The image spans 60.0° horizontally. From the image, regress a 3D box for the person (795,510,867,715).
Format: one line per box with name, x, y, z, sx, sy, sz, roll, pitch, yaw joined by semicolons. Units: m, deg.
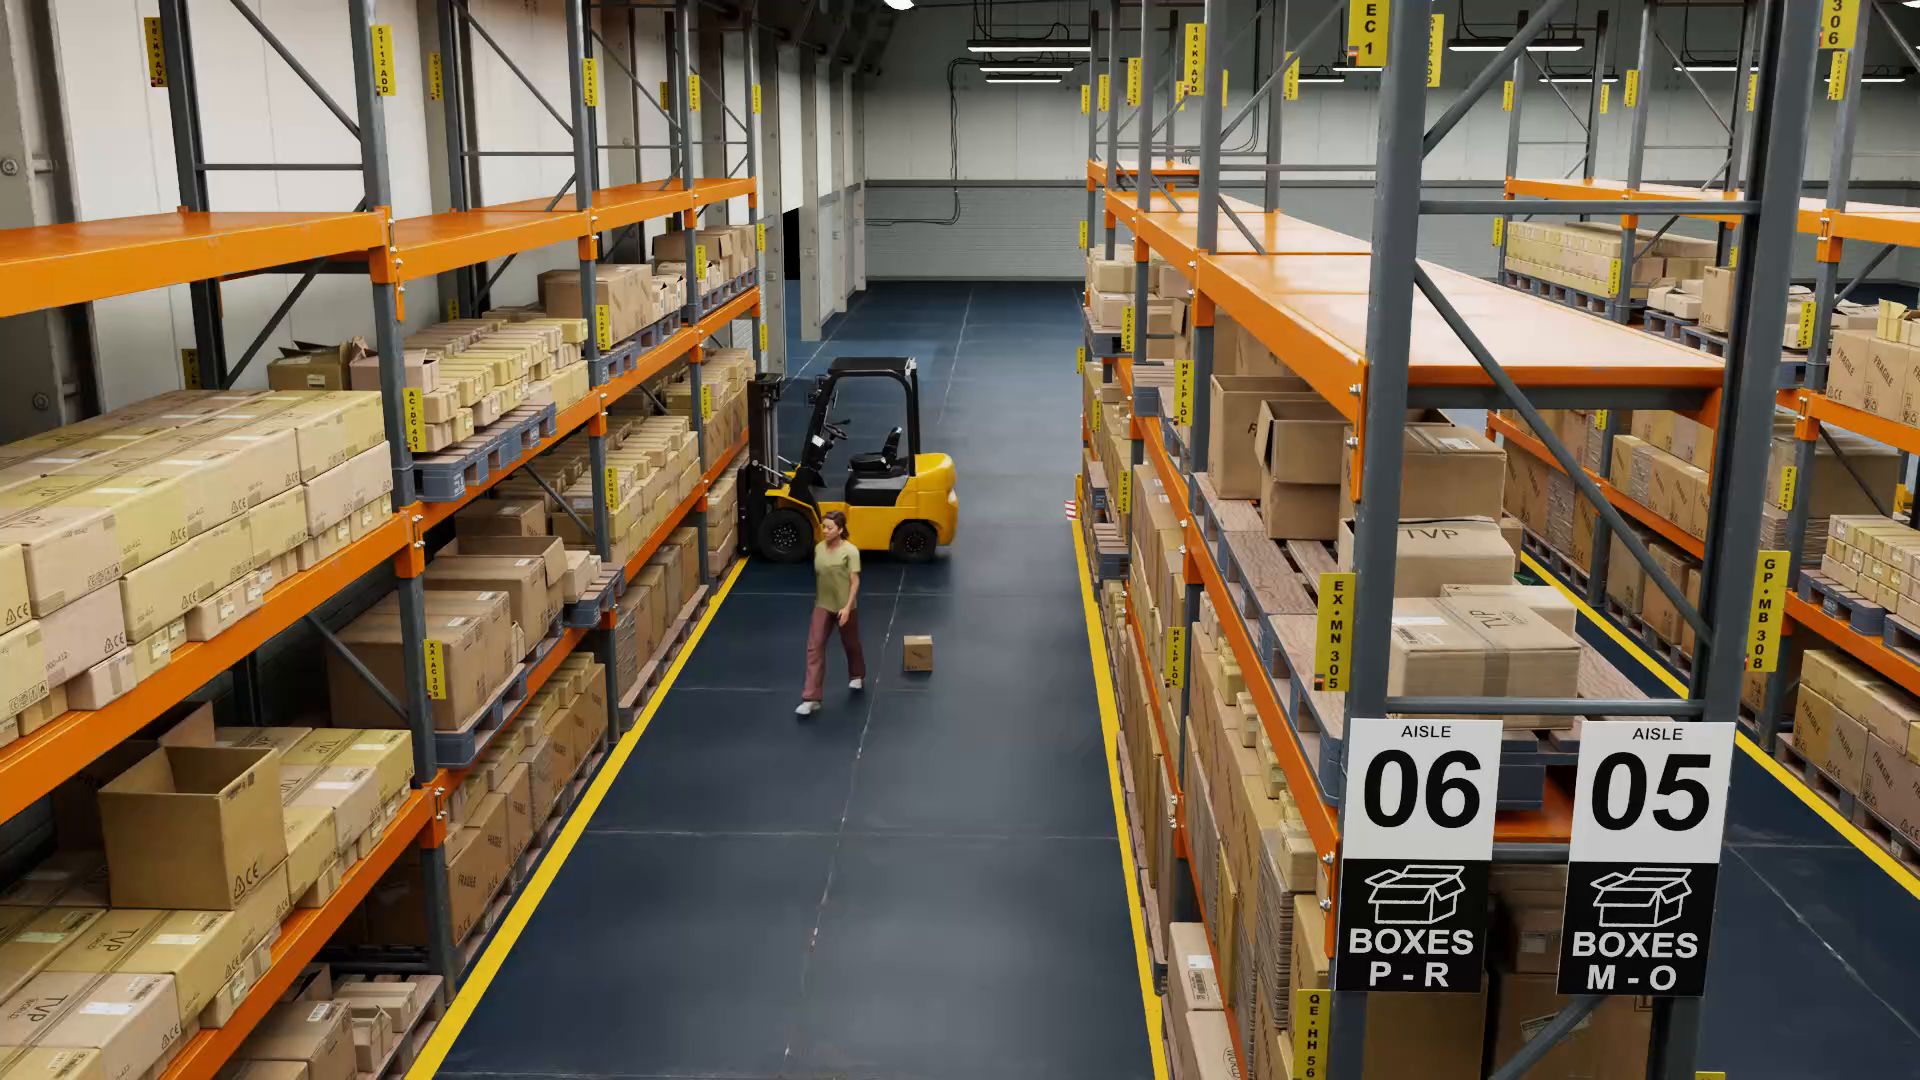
person;-1.043;0.559;13.721;0.455;1.611;1.029;5;15;19
